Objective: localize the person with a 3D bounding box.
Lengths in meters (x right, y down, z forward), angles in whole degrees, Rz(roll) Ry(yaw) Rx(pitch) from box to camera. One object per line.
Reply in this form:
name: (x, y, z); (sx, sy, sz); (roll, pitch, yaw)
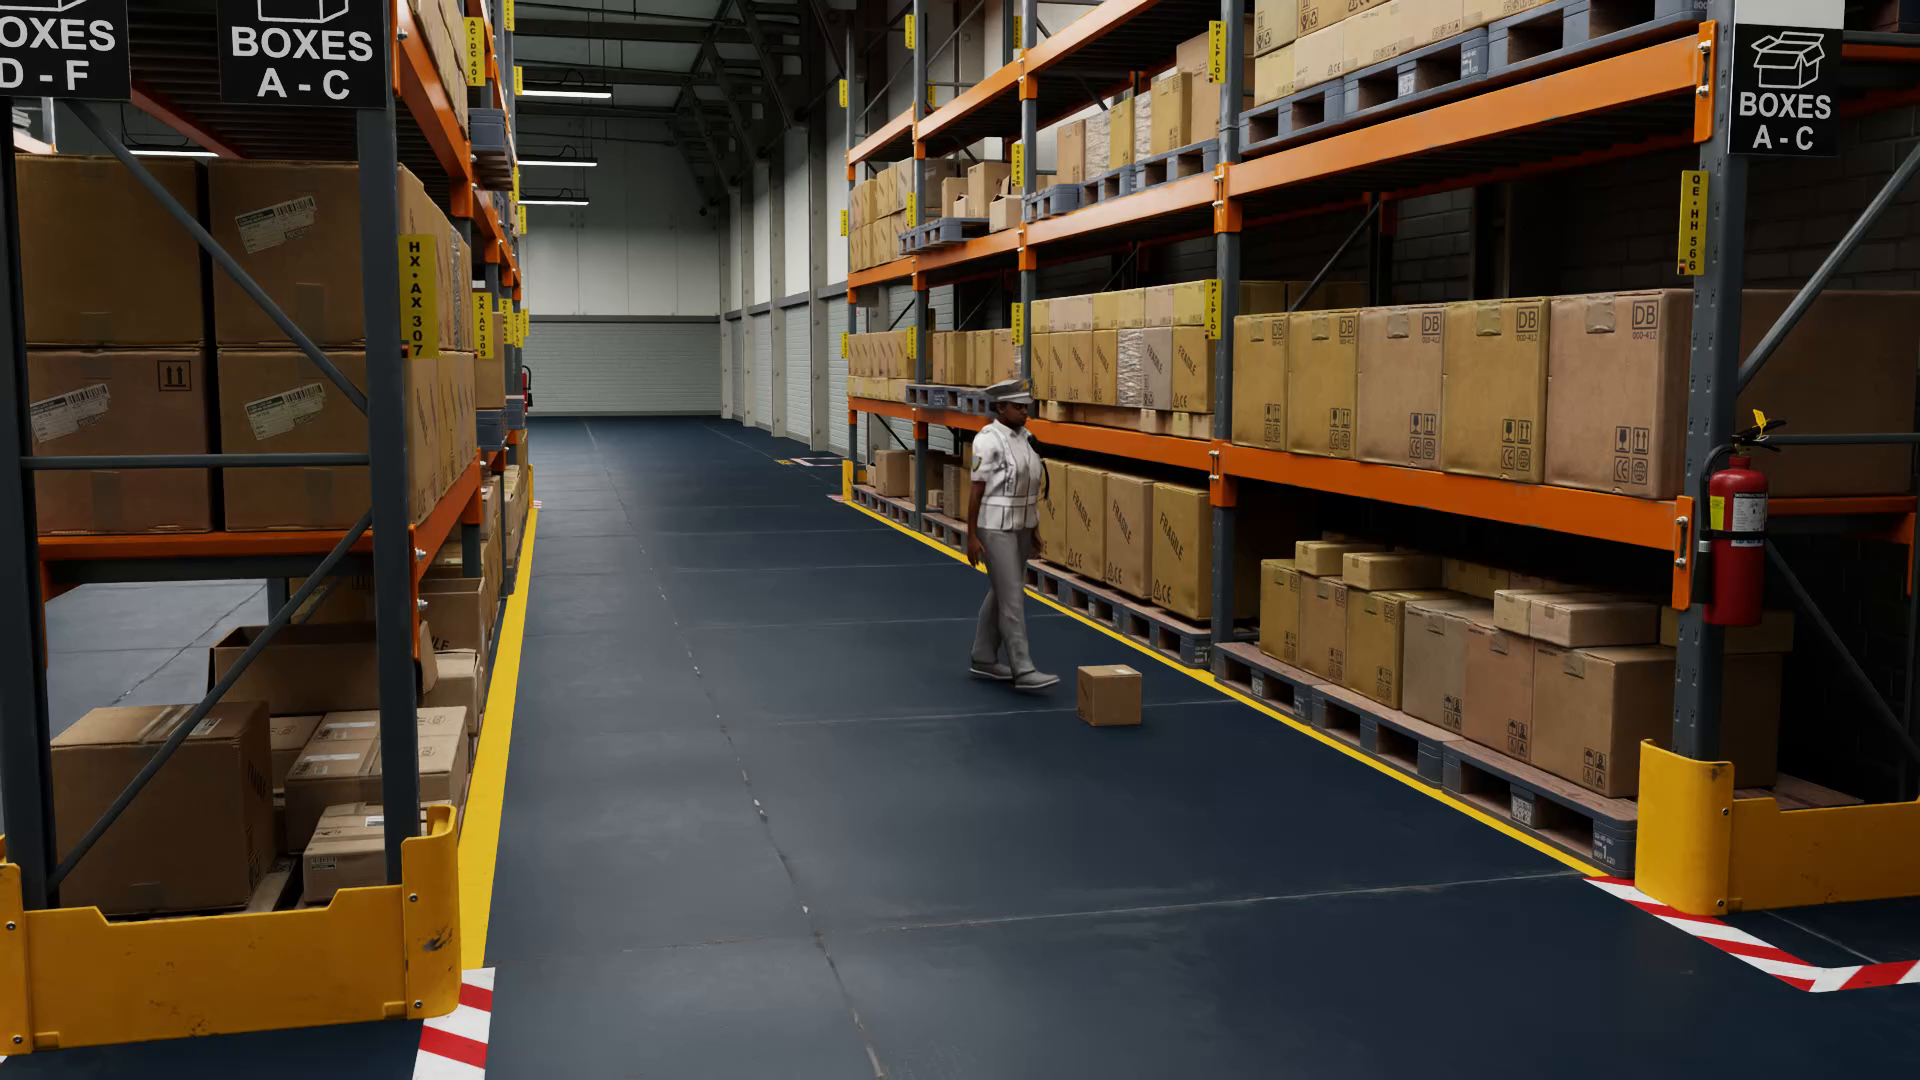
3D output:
person: (0.328, -0.038, 8.933); (0.707, 1.654, 0.471); (5, 8, 36)
